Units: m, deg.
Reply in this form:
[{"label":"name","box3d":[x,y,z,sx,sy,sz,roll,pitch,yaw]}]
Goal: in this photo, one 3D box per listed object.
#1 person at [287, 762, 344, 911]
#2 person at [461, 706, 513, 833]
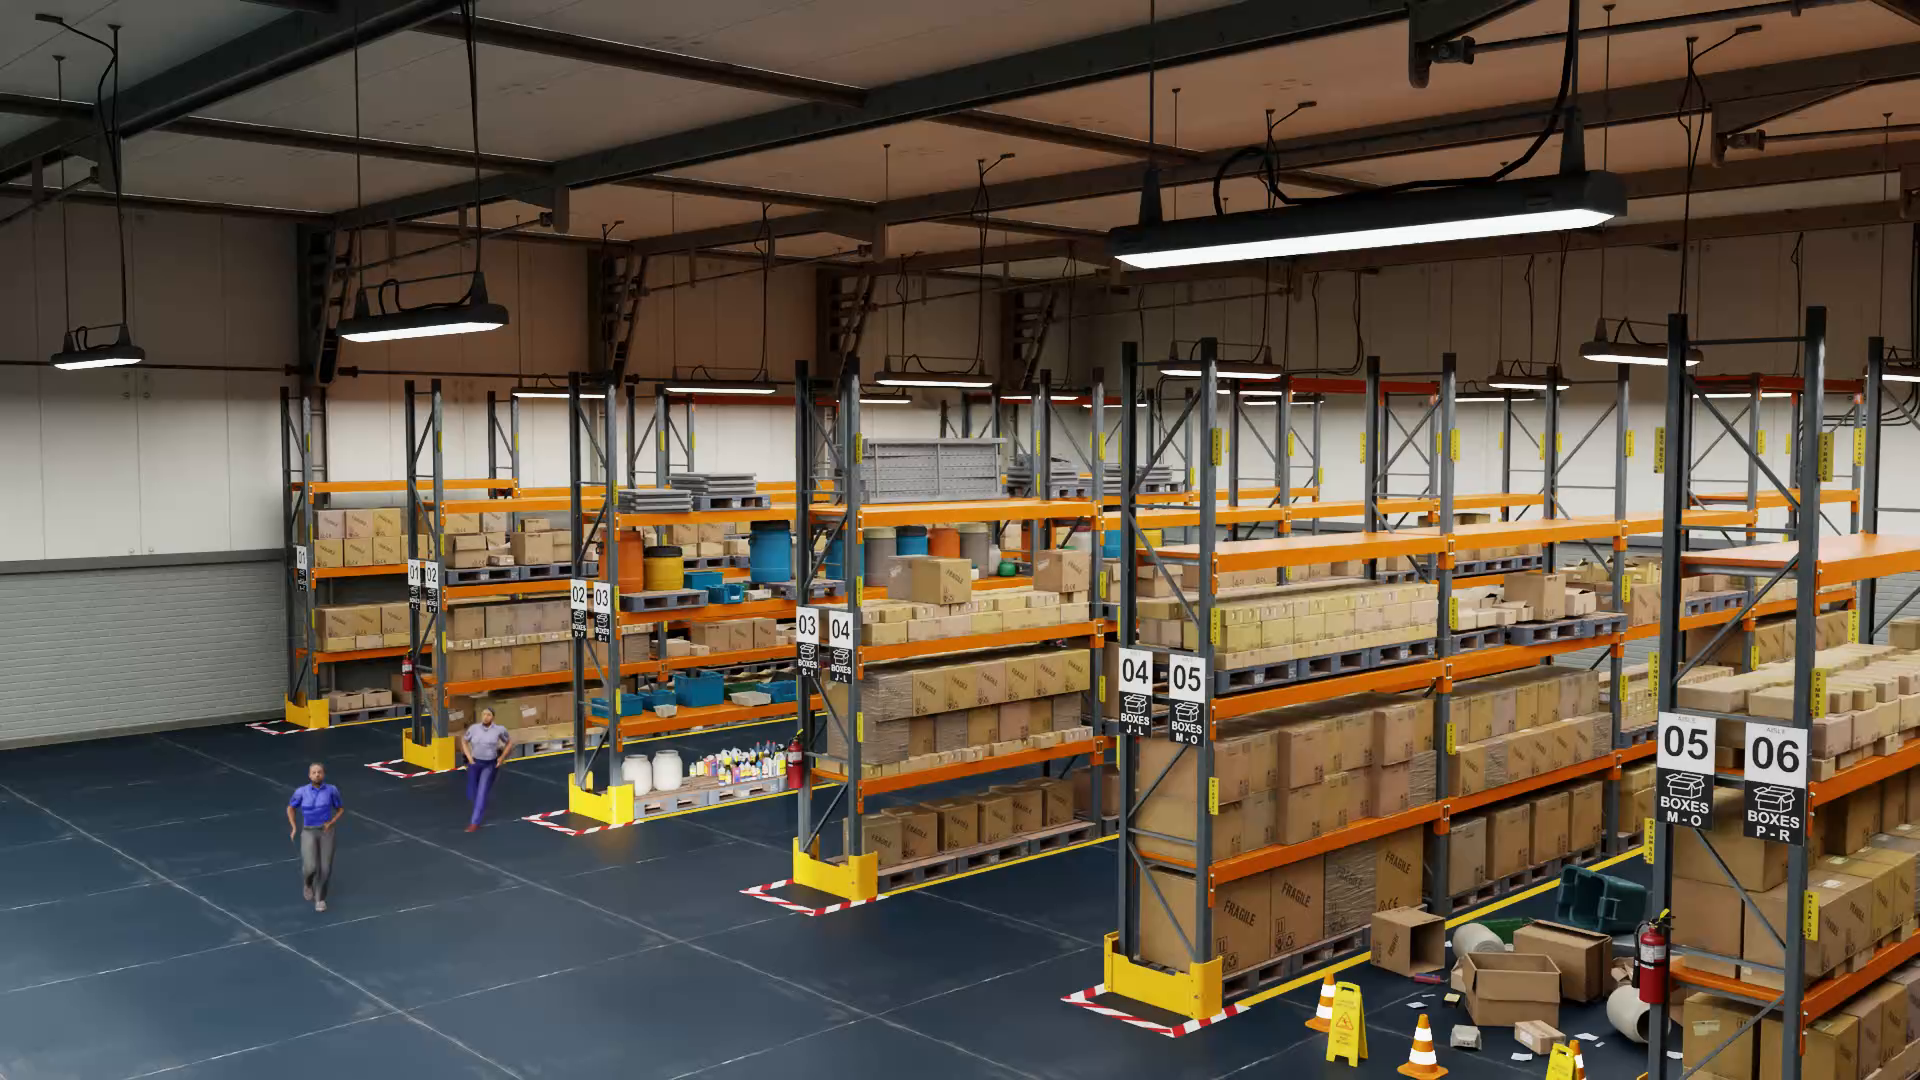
[{"label":"person","box3d":[-6.951,3.219,17.977,0.571,1.600,0.552,-2,4,-24]},{"label":"person","box3d":[-6.219,2.979,21.861,0.648,1.625,0.733,0,4,0]}]
